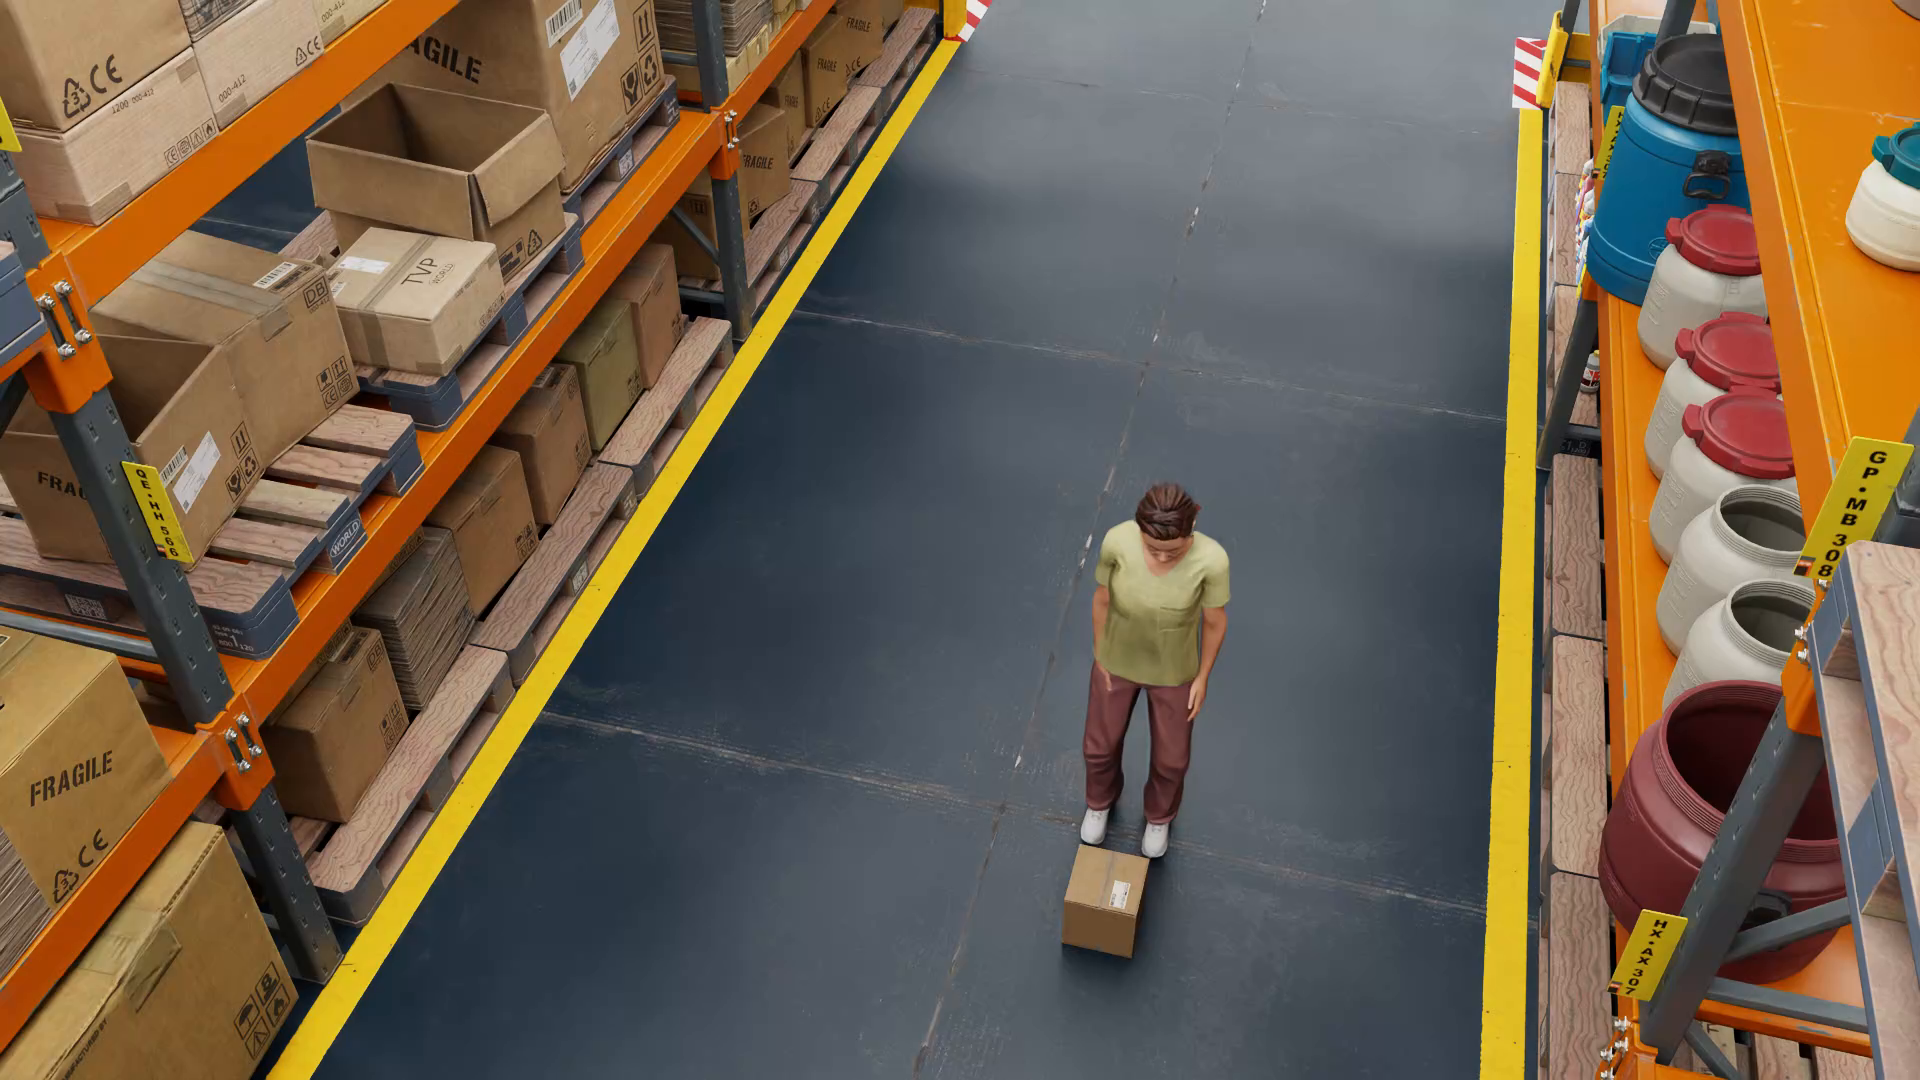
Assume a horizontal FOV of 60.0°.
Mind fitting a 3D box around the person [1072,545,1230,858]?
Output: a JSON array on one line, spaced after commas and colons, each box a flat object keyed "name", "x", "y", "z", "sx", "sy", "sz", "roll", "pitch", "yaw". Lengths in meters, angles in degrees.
[{"name": "person", "x": 0.652, "y": 0.526, "z": 5.703, "sx": 0.501, "sy": 1.493, "sz": 0.554, "roll": 10, "pitch": 42, "yaw": 12}]
